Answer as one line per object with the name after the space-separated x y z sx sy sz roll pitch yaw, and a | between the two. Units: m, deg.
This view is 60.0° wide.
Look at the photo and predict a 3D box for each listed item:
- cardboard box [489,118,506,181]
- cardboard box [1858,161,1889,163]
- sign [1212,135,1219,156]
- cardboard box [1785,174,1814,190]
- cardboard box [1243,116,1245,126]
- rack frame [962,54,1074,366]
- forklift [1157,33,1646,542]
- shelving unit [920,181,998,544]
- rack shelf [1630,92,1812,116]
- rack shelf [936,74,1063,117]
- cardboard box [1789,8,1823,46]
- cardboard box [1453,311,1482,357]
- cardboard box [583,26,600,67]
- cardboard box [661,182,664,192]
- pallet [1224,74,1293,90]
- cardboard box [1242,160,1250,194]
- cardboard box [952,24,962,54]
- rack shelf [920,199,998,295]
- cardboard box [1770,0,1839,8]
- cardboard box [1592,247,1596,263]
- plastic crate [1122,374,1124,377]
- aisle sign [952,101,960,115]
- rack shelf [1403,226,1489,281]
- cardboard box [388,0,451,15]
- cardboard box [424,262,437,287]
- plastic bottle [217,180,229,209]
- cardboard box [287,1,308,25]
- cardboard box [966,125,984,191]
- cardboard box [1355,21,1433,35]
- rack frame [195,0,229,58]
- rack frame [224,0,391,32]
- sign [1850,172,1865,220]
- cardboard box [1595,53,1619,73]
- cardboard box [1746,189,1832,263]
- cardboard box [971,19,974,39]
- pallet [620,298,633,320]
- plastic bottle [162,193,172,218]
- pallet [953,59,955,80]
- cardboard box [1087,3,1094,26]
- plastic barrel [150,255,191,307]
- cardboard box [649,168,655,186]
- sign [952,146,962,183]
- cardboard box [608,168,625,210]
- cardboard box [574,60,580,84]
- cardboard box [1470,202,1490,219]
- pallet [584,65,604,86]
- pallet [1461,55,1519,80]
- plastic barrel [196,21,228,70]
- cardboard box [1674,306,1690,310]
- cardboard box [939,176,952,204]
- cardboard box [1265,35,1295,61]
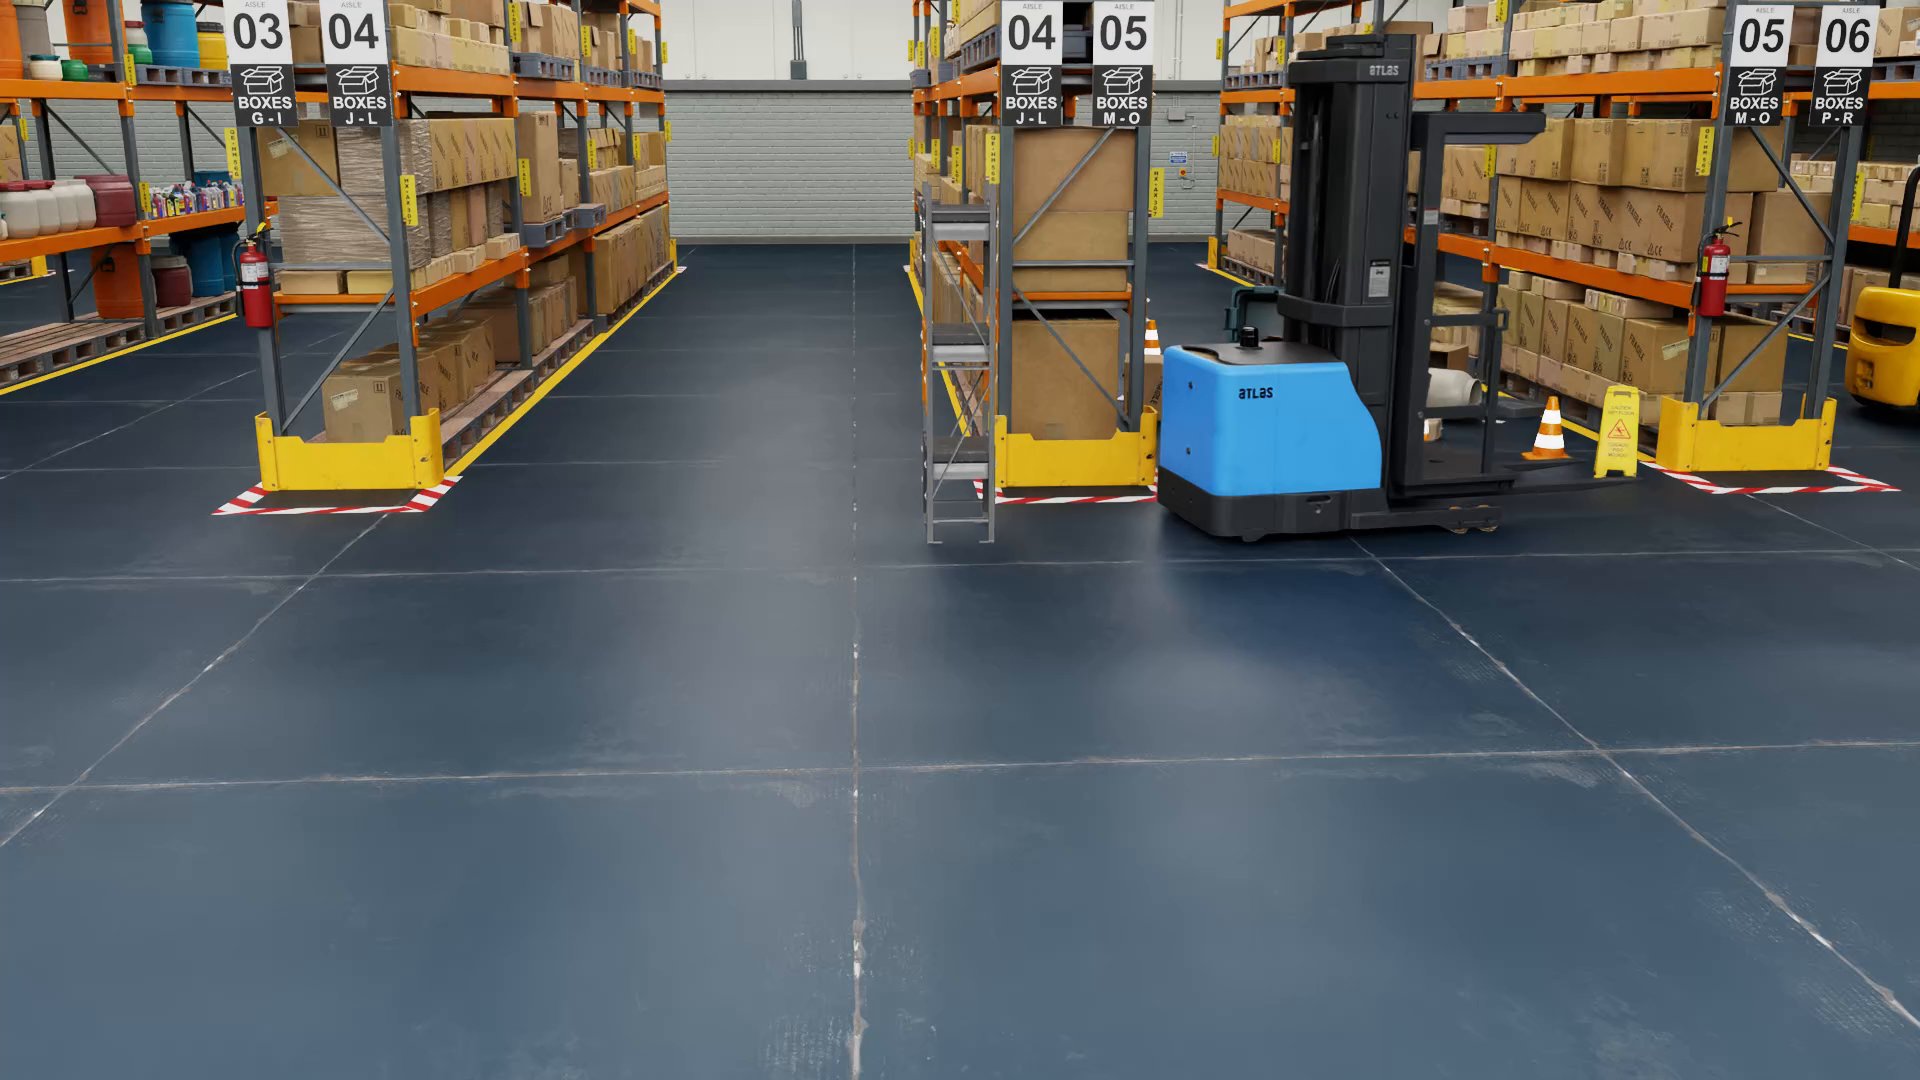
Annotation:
-4.105 -3.260 13.872 0.500 0.500 0.500 -1 14 -3 | cardboard box
10.507 -4.262 19.068 0.380 0.149 0.250 -1 14 -2 | cardboard box
4.153 -6.403 26.996 0.100 0.325 0.005 -1 14 -3 | sign
9.916 -4.095 19.221 0.500 0.250 0.500 -1 14 -3 | cardboard box
4.519 -6.384 25.309 0.380 0.149 0.250 -1 14 -3 | cardboard box
0.517 -2.866 15.147 1.000 3.000 0.127 -1 14 -3 | rack frame
2.841 -1.581 10.290 3.031 2.935 1.130 -4 15 -14 | forklift
-0.010 -1.058 9.925 0.431 2.100 0.503 -1 14 -3 | shelving unit
10.033 -5.642 21.359 1.077 0.370 4.000 -1 14 -3 | rack shelf
0.393 -4.468 16.796 1.077 0.370 4.000 -1 14 -3 | rack shelf
5.934 -3.626 11.785 0.500 0.250 0.500 -1 14 -4 | cardboard box
5.416 -2.029 16.324 0.950 0.372 0.625 -1 14 -3 | cardboard box
-4.836 -6.024 20.348 0.797 0.503 0.637 -1 14 -4 | cardboard box
-4.800 -5.467 25.758 0.380 0.149 0.250 -1 14 -3 | cardboard box
4.764 -7.178 26.062 1.003 0.211 1.213 -1 14 -3 | pallet
4.571 -5.501 25.184 0.500 0.500 0.500 0 14 -2 | cardboard box
0.189 -4.960 16.401 0.500 0.311 0.500 -1 14 -5 | cardboard box
-0.010 -1.723 9.754 0.431 0.518 0.480 -1 14 -3 | rack shelf
5.880 -3.782 11.589 0.380 0.149 0.250 -1 14 -4 | cardboard box
5.387 -2.322 13.534 0.380 0.149 0.250 -1 14 -3 | cardboard box
1.835 -1.509 15.401 0.450 0.188 0.662 -4 11 28 | plastic crate
0.068 -7.133 26.511 0.394 0.787 0.004 -1 14 -3 | aisle sign
5.327 -3.117 17.565 1.077 0.370 4.000 -1 14 -3 | rack shelf
-4.015 -4.081 12.047 0.500 0.500 0.500 -1 14 -4 | cardboard box
-3.969 -1.898 11.887 0.380 0.149 0.250 -1 14 -3 | cardboard box
-9.484 -4.435 21.342 0.144 0.351 0.185 -1 14 -3 | plastic bottle
-4.521 -3.458 10.926 0.380 0.149 0.250 -1 14 -3 | cardboard box
0.505 -3.370 14.635 0.875 0.550 0.550 -1 14 -3 | cardboard box
5.029 -5.760 19.325 0.797 0.503 0.637 -2 15 -7 | cardboard box
-9.879 -7.633 21.635 1.000 3.000 0.127 -1 14 -3 | rack frame
-4.192 -4.726 10.333 1.000 3.000 0.127 -1 14 -3 | rack frame
6.240 -2.401 11.600 0.100 0.325 0.005 -1 14 -3 | sign
5.258 -3.770 13.143 0.380 0.149 0.250 -1 14 -4 | cardboard box
5.946 -2.288 12.100 0.500 0.500 0.500 -1 14 -4 | cardboard box
0.281 -4.037 13.137 0.380 0.149 0.250 -1 14 -3 | cardboard box
-4.734 -2.959 21.104 1.003 0.211 1.213 -1 14 -3 | pallet
-9.327 -3.939 19.548 0.061 0.283 0.133 -1 14 -3 | plastic bottle
0.434 -4.785 16.963 1.003 0.211 1.213 0 14 -1 | pallet
1.063 -3.545 11.224 0.380 0.149 0.250 -1 14 -3 | cardboard box
-9.749 -3.171 20.328 0.600 0.588 0.708 -1 14 -3 | plastic barrel
-4.790 -5.372 24.590 0.500 0.250 0.500 -1 14 -3 | cardboard box
-0.024 -3.378 14.971 0.100 0.325 0.005 -1 14 -3 | sign
-4.571 -4.488 21.249 0.500 0.500 0.500 -1 14 -4 | cardboard box
-4.414 -5.075 18.014 0.500 0.250 0.500 -1 14 -3 | cardboard box
5.144 -3.173 16.002 0.380 0.149 0.250 -1 14 -3 | cardboard box
-4.781 -5.330 19.083 1.213 0.211 1.003 0 14 -1 | pallet
5.519 -4.485 15.795 1.213 0.211 1.003 -1 14 -3 | pallet
-9.620 -6.251 21.063 0.600 0.588 0.600 0 14 0 | plastic barrel
5.863 -1.674 13.682 0.500 0.500 0.500 -1 14 -2 | cardboard box
0.027 -3.794 18.551 0.500 0.500 0.500 -1 14 -3 | cardboard box
4.840 -7.047 24.125 0.797 0.503 0.637 0 14 1 | cardboard box
